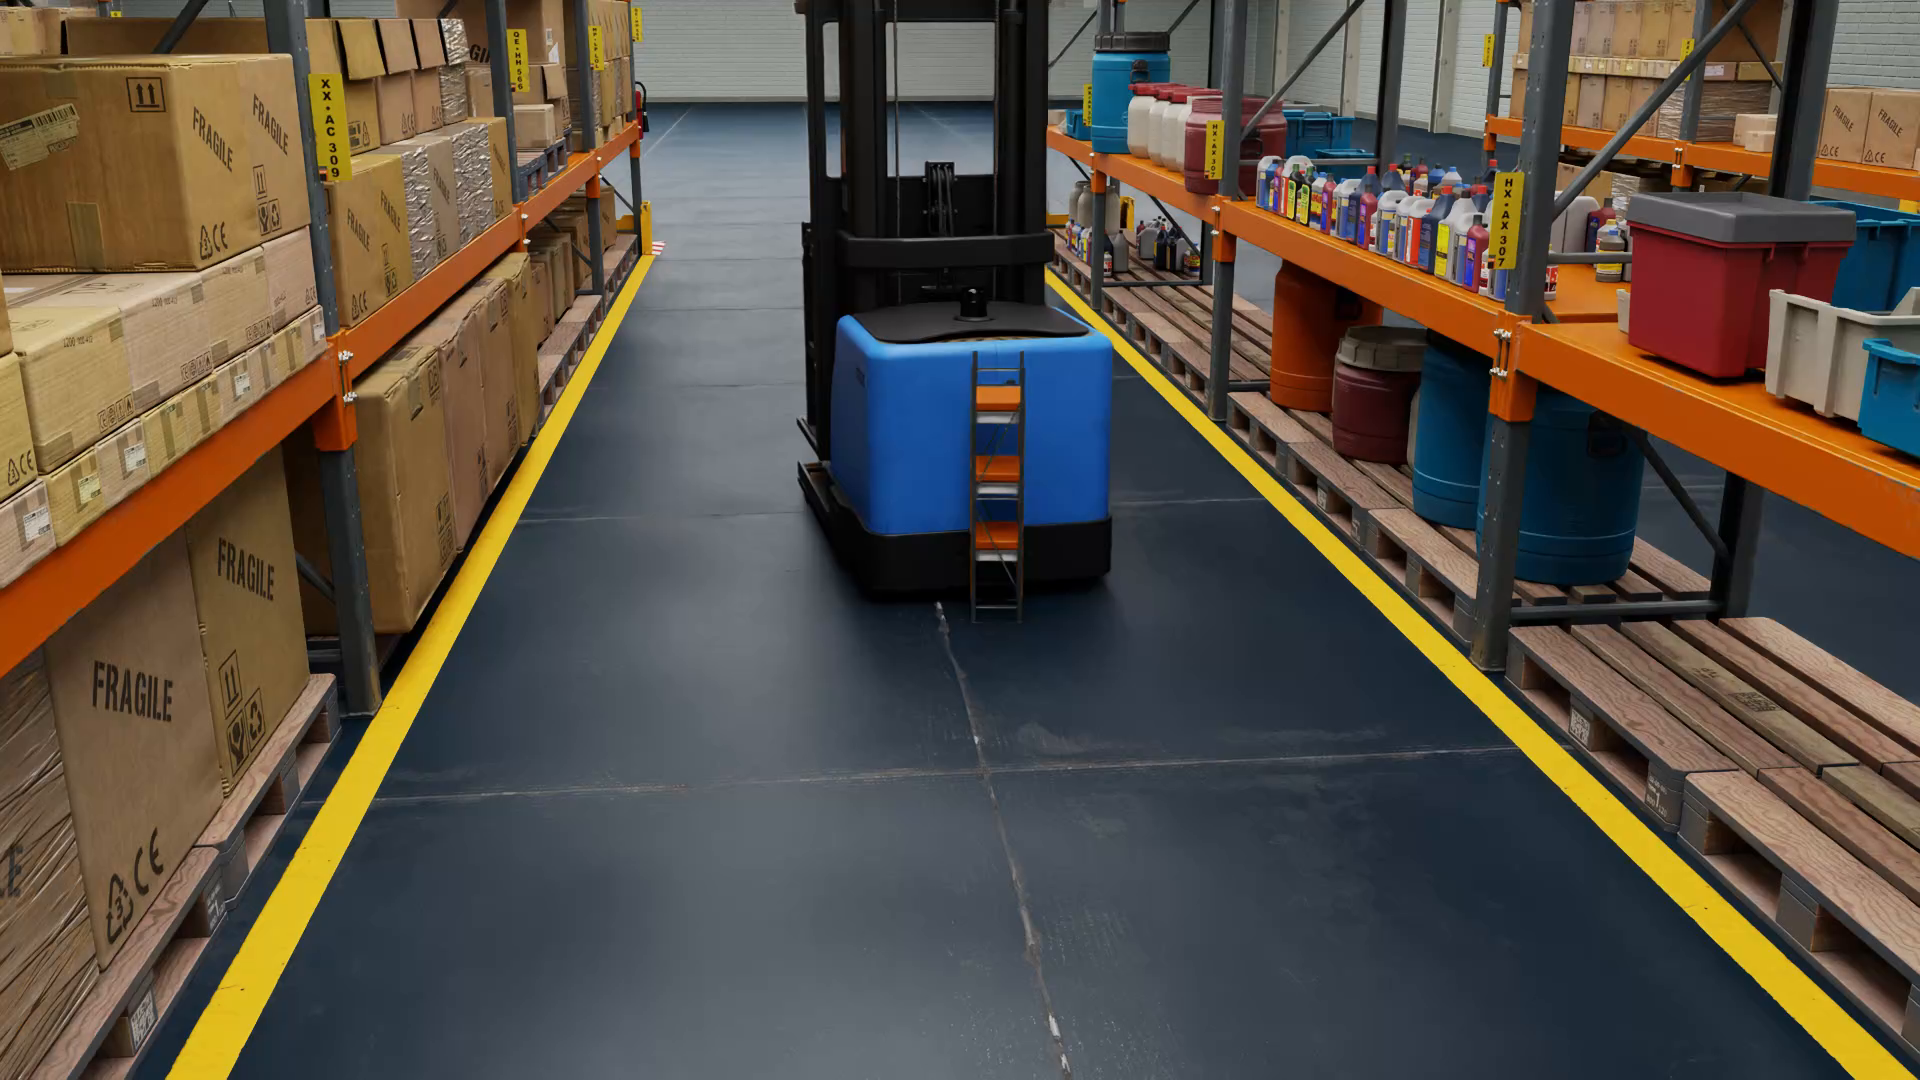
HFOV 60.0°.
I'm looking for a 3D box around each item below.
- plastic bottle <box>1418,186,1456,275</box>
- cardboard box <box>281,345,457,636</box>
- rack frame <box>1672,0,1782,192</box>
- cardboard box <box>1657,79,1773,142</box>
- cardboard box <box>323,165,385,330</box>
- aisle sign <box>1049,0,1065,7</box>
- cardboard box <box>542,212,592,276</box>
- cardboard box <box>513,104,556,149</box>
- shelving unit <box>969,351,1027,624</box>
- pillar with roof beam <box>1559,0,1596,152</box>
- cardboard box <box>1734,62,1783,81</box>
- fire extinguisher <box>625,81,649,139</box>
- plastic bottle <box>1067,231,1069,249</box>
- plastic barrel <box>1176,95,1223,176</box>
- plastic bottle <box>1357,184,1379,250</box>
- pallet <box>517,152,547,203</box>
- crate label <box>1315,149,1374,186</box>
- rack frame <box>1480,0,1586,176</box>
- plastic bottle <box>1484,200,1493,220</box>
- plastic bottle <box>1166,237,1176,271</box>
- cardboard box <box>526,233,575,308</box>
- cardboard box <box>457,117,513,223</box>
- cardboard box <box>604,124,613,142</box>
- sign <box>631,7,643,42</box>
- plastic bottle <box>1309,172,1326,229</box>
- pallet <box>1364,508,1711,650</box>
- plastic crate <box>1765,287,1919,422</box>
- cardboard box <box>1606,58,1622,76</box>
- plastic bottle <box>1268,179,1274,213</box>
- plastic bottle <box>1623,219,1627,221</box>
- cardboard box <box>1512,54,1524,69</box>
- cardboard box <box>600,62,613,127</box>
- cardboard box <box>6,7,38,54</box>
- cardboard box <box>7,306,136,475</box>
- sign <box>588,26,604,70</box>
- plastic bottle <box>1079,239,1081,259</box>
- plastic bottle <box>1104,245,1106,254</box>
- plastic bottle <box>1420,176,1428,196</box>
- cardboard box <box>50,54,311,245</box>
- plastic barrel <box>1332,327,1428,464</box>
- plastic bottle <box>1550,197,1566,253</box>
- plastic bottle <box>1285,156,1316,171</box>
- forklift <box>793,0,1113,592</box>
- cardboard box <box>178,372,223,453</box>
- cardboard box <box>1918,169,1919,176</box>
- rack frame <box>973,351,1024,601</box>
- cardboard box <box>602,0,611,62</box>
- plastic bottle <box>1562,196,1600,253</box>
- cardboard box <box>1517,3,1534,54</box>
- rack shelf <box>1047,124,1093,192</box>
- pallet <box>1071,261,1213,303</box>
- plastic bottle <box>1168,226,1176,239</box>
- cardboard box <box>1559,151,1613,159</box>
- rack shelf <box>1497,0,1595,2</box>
[{"bbox_3d":[1.969,-1.268,6.790,0.144,0.351,0.185,-2,18,-6],"label":"plastic bottle"},{"bbox_3d":[-2.604,-0.196,6.141,1.225,0.875,0.875,-2,18,-5],"label":"cardboard box"},{"bbox_3d":[6.511,-3.508,13.843,1.000,3.000,0.127,-2,18,-6],"label":"rack frame"},{"bbox_3d":[6.459,-3.688,14.249,0.700,0.500,0.500,-2,18,-7],"label":"cardboard box"},{"bbox_3d":[-2.317,-1.012,5.726,0.500,0.500,0.500,-2,18,-5],"label":"cardboard box"},{"bbox_3d":[0.872,-5.801,16.805,0.394,0.787,0.004,-2,18,-6],"label":"aisle sign"},{"bbox_3d":[-3.411,-2.502,14.110,0.500,0.500,0.500,4,18,12],"label":"cardboard box"},{"bbox_3d":[-2.875,-2.647,10.649,0.500,0.250,0.500,-2,18,-7],"label":"cardboard box"},{"bbox_3d":[0.147,-0.201,6.545,0.215,1.050,0.252,0,20,1],"label":"shelving unit"},{"bbox_3d":[6.438,-10.977,27.617,9.100,9.000,0.400,-2,18,-6],"label":"pillar with roof beam"},{"bbox_3d":[6.676,-3.951,14.005,0.380,0.149,0.250,-2,18,-6],"label":"cardboard box"},{"bbox_3d":[-3.309,-4.406,16.833,0.296,0.674,0.183,-2,18,-6],"label":"fire extinguisher"},{"bbox_3d":[1.059,-2.842,15.659,0.097,0.201,0.097,0,17,0],"label":"plastic bottle"},{"bbox_3d":[1.634,-2.643,10.902,0.421,0.512,0.421,0,17,0],"label":"plastic barrel"},{"bbox_3d":[1.850,-1.460,7.515,0.061,0.283,0.133,-2,18,-6],"label":"plastic bottle"},{"bbox_3d":[-3.110,-2.129,9.770,1.213,0.211,1.003,-2,18,-6],"label":"pallet"},{"bbox_3d":[2.325,-2.222,10.025,0.303,0.233,0.416,-2,18,-6],"label":"crate label"},{"bbox_3d":[6.098,-4.700,17.639,1.000,3.000,0.127,-2,18,-6],"label":"rack frame"},{"bbox_3d":[2.132,-1.217,6.629,0.144,0.351,0.185,-2,18,-6],"label":"plastic bottle"},{"bbox_3d":[1.820,-2.471,14.339,0.061,0.283,0.133,-2,18,-6],"label":"plastic bottle"},{"bbox_3d":[-3.301,-2.037,12.596,0.700,0.500,0.500,-3,18,-10],"label":"cardboard box"},{"bbox_3d":[-2.633,-1.920,8.617,0.500,0.500,0.500,-1,17,-4],"label":"cardboard box"},{"bbox_3d":[-3.152,-3.455,14.094,0.380,0.149,0.250,-2,18,-6],"label":"cardboard box"},{"bbox_3d":[-3.201,-5.109,16.483,0.100,0.325,0.005,-2,18,-6],"label":"sign"},{"bbox_3d":[1.789,-1.682,8.243,0.097,0.271,0.097,0,17,0],"label":"plastic bottle"},{"bbox_3d":[2.371,0.127,6.921,1.003,0.211,1.213,-2,18,-6],"label":"pallet"},{"bbox_3d":[2.383,-0.484,4.309,0.437,0.282,0.530,-2,18,-6],"label":"plastic crate"},{"bbox_3d":[6.140,-4.318,15.173,0.380,0.149,0.250,-1,17,-4],"label":"cardboard box"},{"bbox_3d":[1.714,-1.866,8.945,0.097,0.201,0.097,0,17,0],"label":"plastic bottle"},{"bbox_3d":[2.717,-1.205,6.723,0.097,0.271,0.097,0,17,0],"label":"plastic bottle"},{"bbox_3d":[5.925,-4.933,17.133,0.380,0.149,0.250,-2,18,-6],"label":"cardboard box"},{"bbox_3d":[-3.344,-3.679,13.723,0.875,0.500,0.500,-2,18,-6],"label":"cardboard box"},{"bbox_3d":[-8.445,-4.261,14.188,0.875,0.550,0.500,-2,18,-6],"label":"cardboard box"},{"bbox_3d":[-2.054,-0.309,3.408,0.500,0.250,0.500,-2,18,-7],"label":"cardboard box"},{"bbox_3d":[-2.791,-3.774,12.756,0.100,0.325,0.005,-2,18,-6],"label":"sign"},{"bbox_3d":[1.125,-2.650,15.048,0.097,0.201,0.097,0,17,0],"label":"plastic bottle"},{"bbox_3d":[1.206,-2.403,14.124,0.061,0.283,0.133,-1,17,-3],"label":"plastic bottle"},{"bbox_3d":[2.490,-1.830,8.828,0.097,0.201,0.097,0,17,0],"label":"plastic bottle"},{"bbox_3d":[-2.204,-1.119,4.736,0.500,0.500,0.500,-1,17,-4],"label":"cardboard box"},{"bbox_3d":[2.180,-0.733,8.327,0.600,0.588,0.708,-2,18,-6],"label":"plastic barrel"},{"bbox_3d":[2.493,-1.334,7.126,0.152,0.276,0.135,-2,18,-6],"label":"plastic bottle"},{"bbox_3d":[1.871,-1.971,9.154,0.152,0.276,0.135,-2,18,-6],"label":"plastic bottle"},{"bbox_3d":[-0.200,-1.589,7.846,1.130,2.935,3.031,-4,18,-13],"label":"forklift"},{"bbox_3d":[-2.054,-0.312,4.084,0.380,0.149,0.250,-1,17,-5],"label":"cardboard box"},{"bbox_3d":[6.556,-2.456,10.911,0.380,0.149,0.250,-2,18,-6],"label":"cardboard box"},{"bbox_3d":[0.150,-0.244,6.659,0.200,1.050,0.008,0,20,1],"label":"rack frame"},{"bbox_3d":[-3.241,-4.310,14.064,0.500,0.500,0.500,-2,18,-6],"label":"cardboard box"},{"bbox_3d":[2.644,-1.339,7.141,0.152,0.276,0.135,-2,18,-6],"label":"plastic bottle"},{"bbox_3d":[6.139,-5.211,16.935,0.700,0.500,0.500,-2,18,-5],"label":"cardboard box"},{"bbox_3d":[1.377,-3.609,15.365,1.077,0.370,4.000,-2,18,-6],"label":"rack shelf"},{"bbox_3d":[1.556,-2.227,14.418,1.003,0.211,1.213,-2,18,-6],"label":"pallet"},{"bbox_3d":[1.894,-2.612,14.676,0.144,0.351,0.185,-3,18,-8],"label":"plastic bottle"},{"bbox_3d":[6.450,-3.795,17.396,0.500,0.500,0.500,-2,18,-6],"label":"cardboard box"},{"bbox_3d":[6.305,-5.192,15.400,1.077,0.370,4.000,-2,18,-6],"label":"rack shelf"}]
